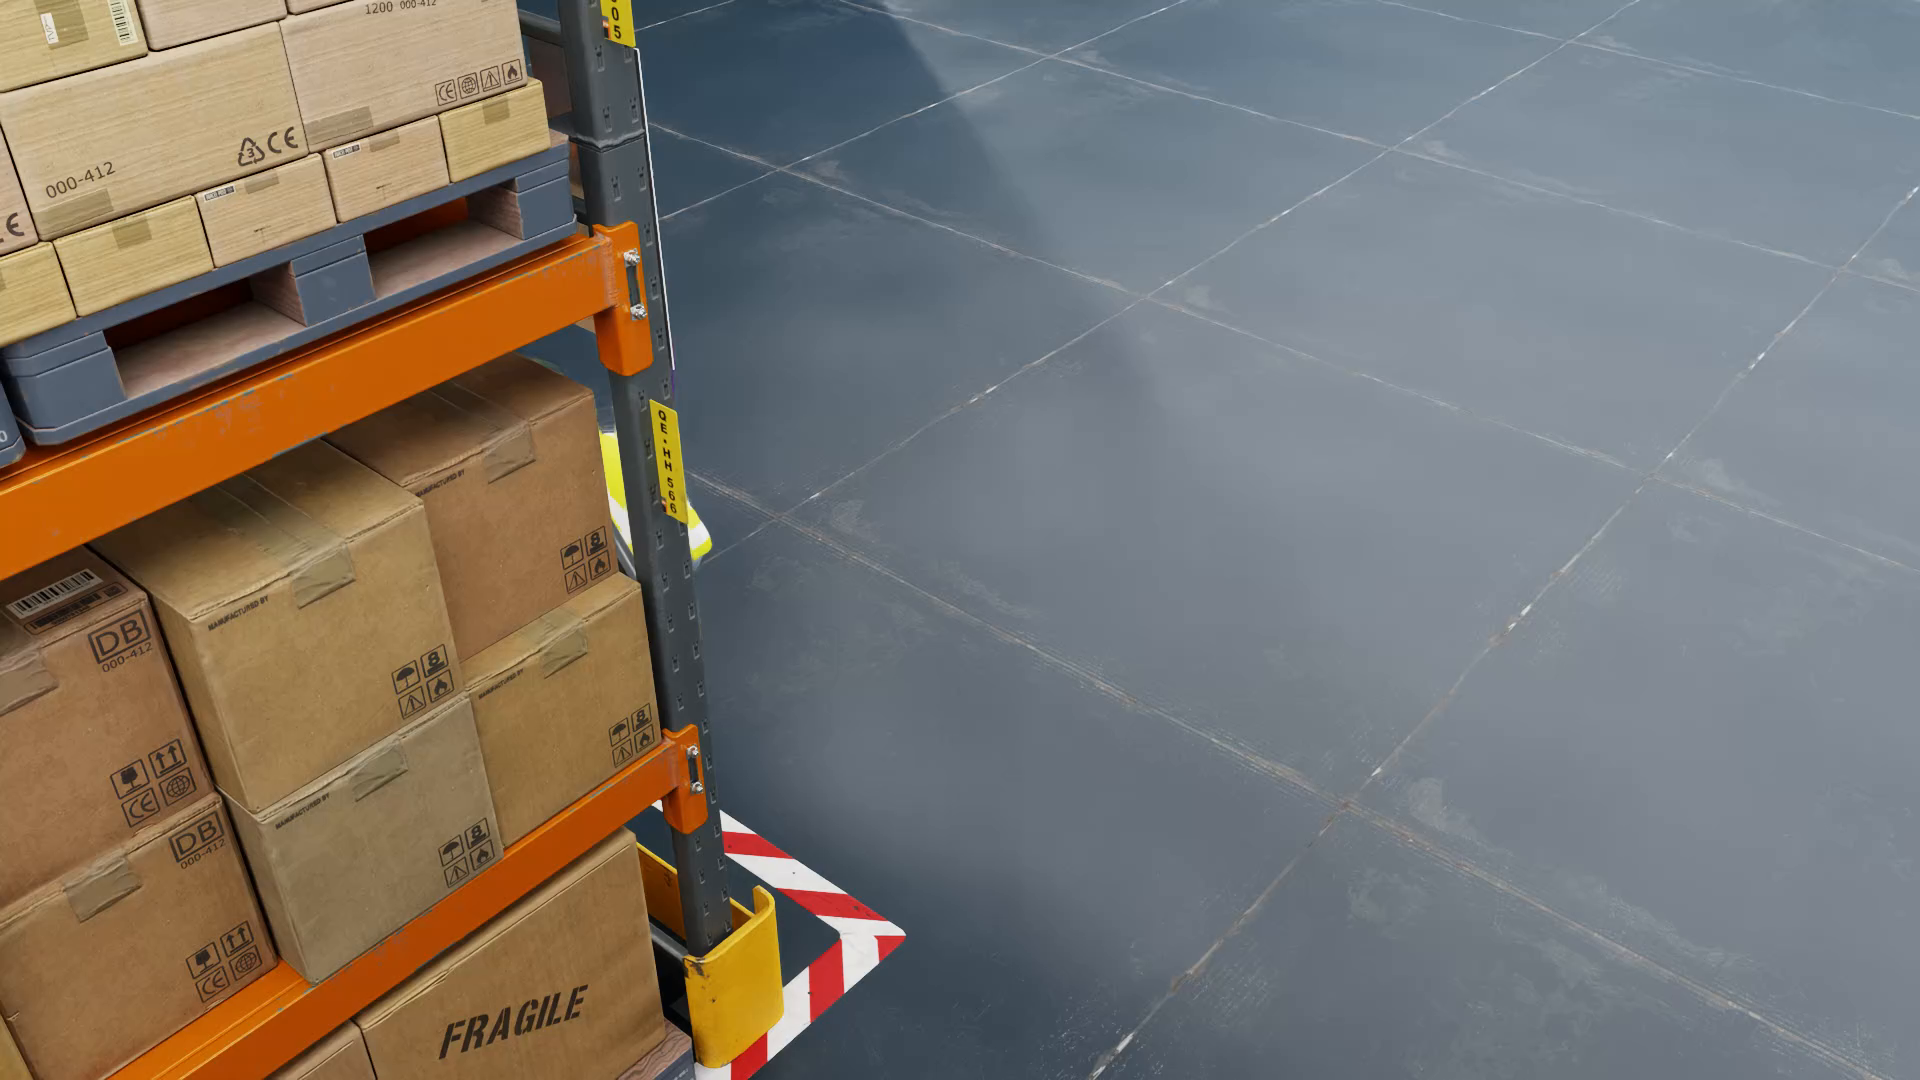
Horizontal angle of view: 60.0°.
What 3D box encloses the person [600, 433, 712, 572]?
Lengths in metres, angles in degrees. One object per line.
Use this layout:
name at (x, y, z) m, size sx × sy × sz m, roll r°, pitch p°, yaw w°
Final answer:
person at (-1.450, 0.009, 6.773) m, size 0.887 × 1.016 × 0.589 m, roll 25°, pitch 42°, yaw 32°
